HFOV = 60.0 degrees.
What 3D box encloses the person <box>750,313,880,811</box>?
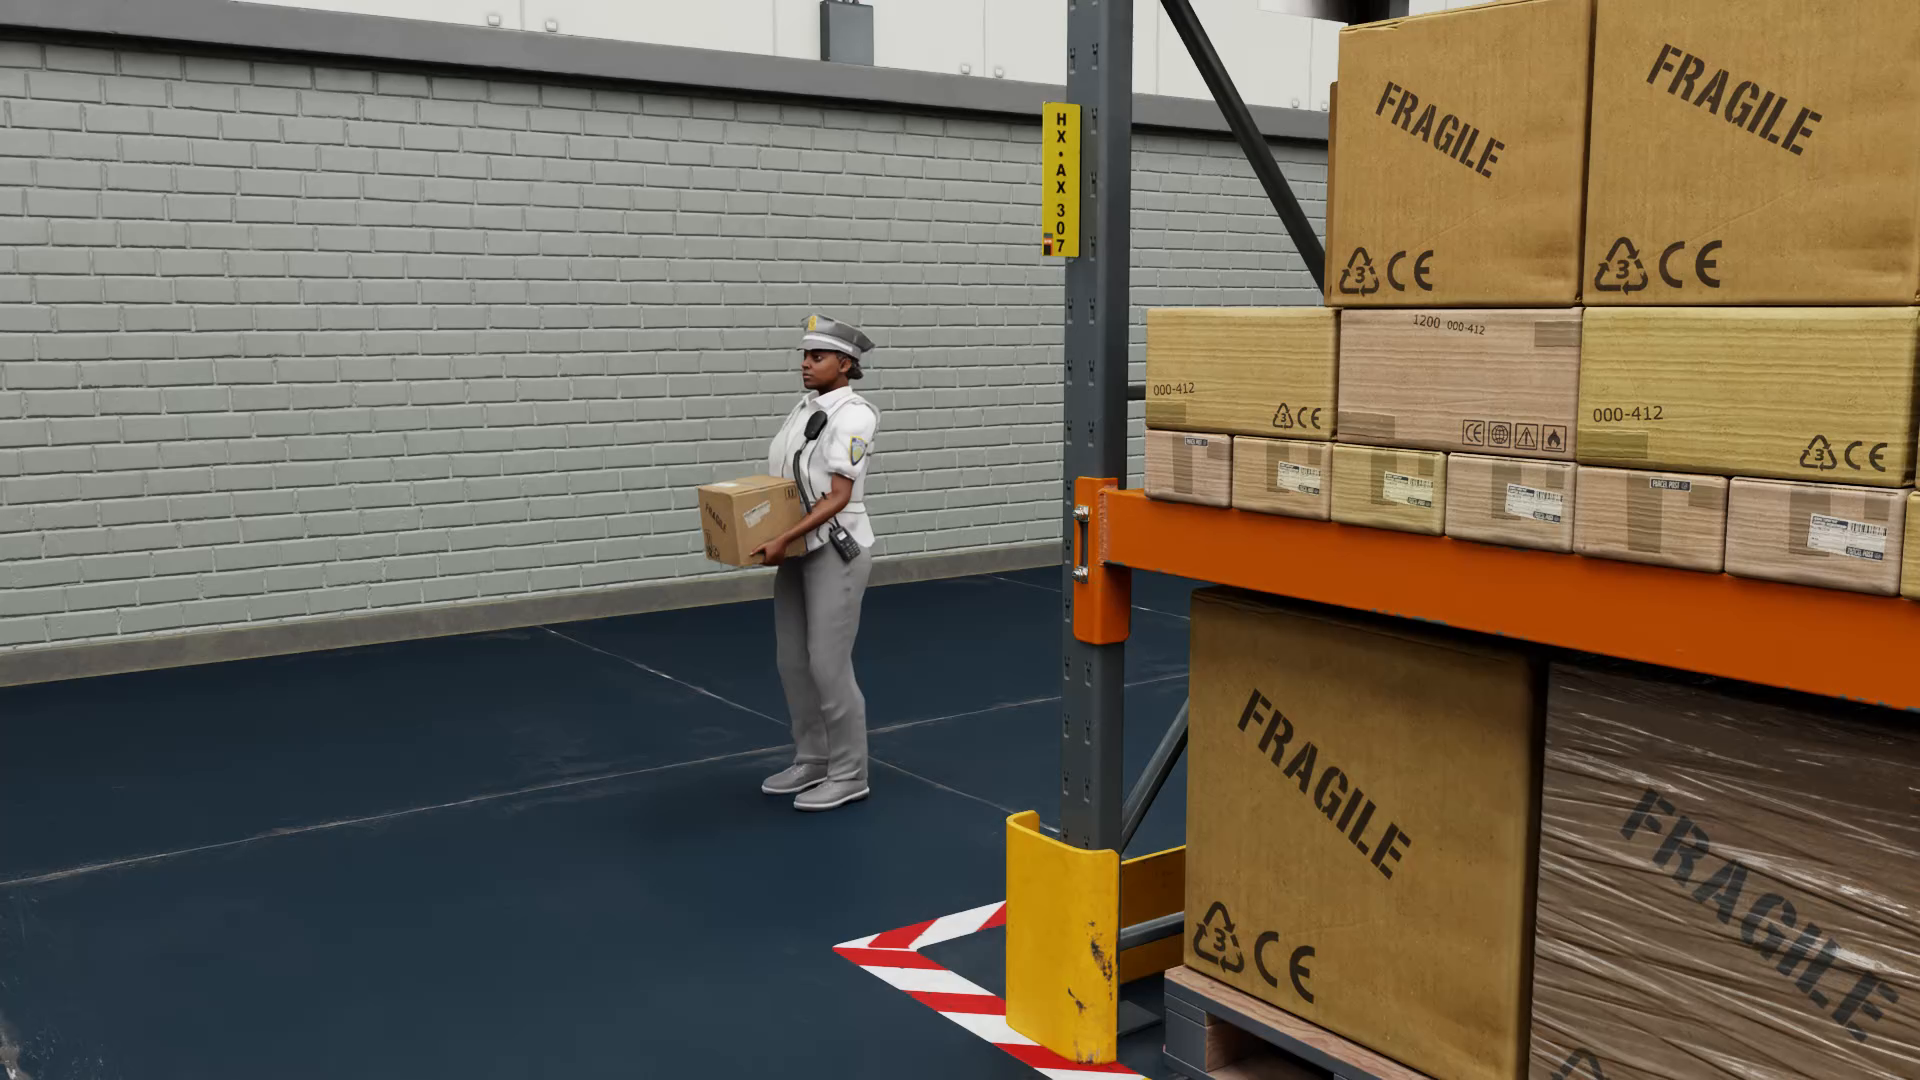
[{"bbox_3d":[-0.551,0.070,5.721,0.527,1.689,0.451,-6,10,-35],"label":"person"}]
